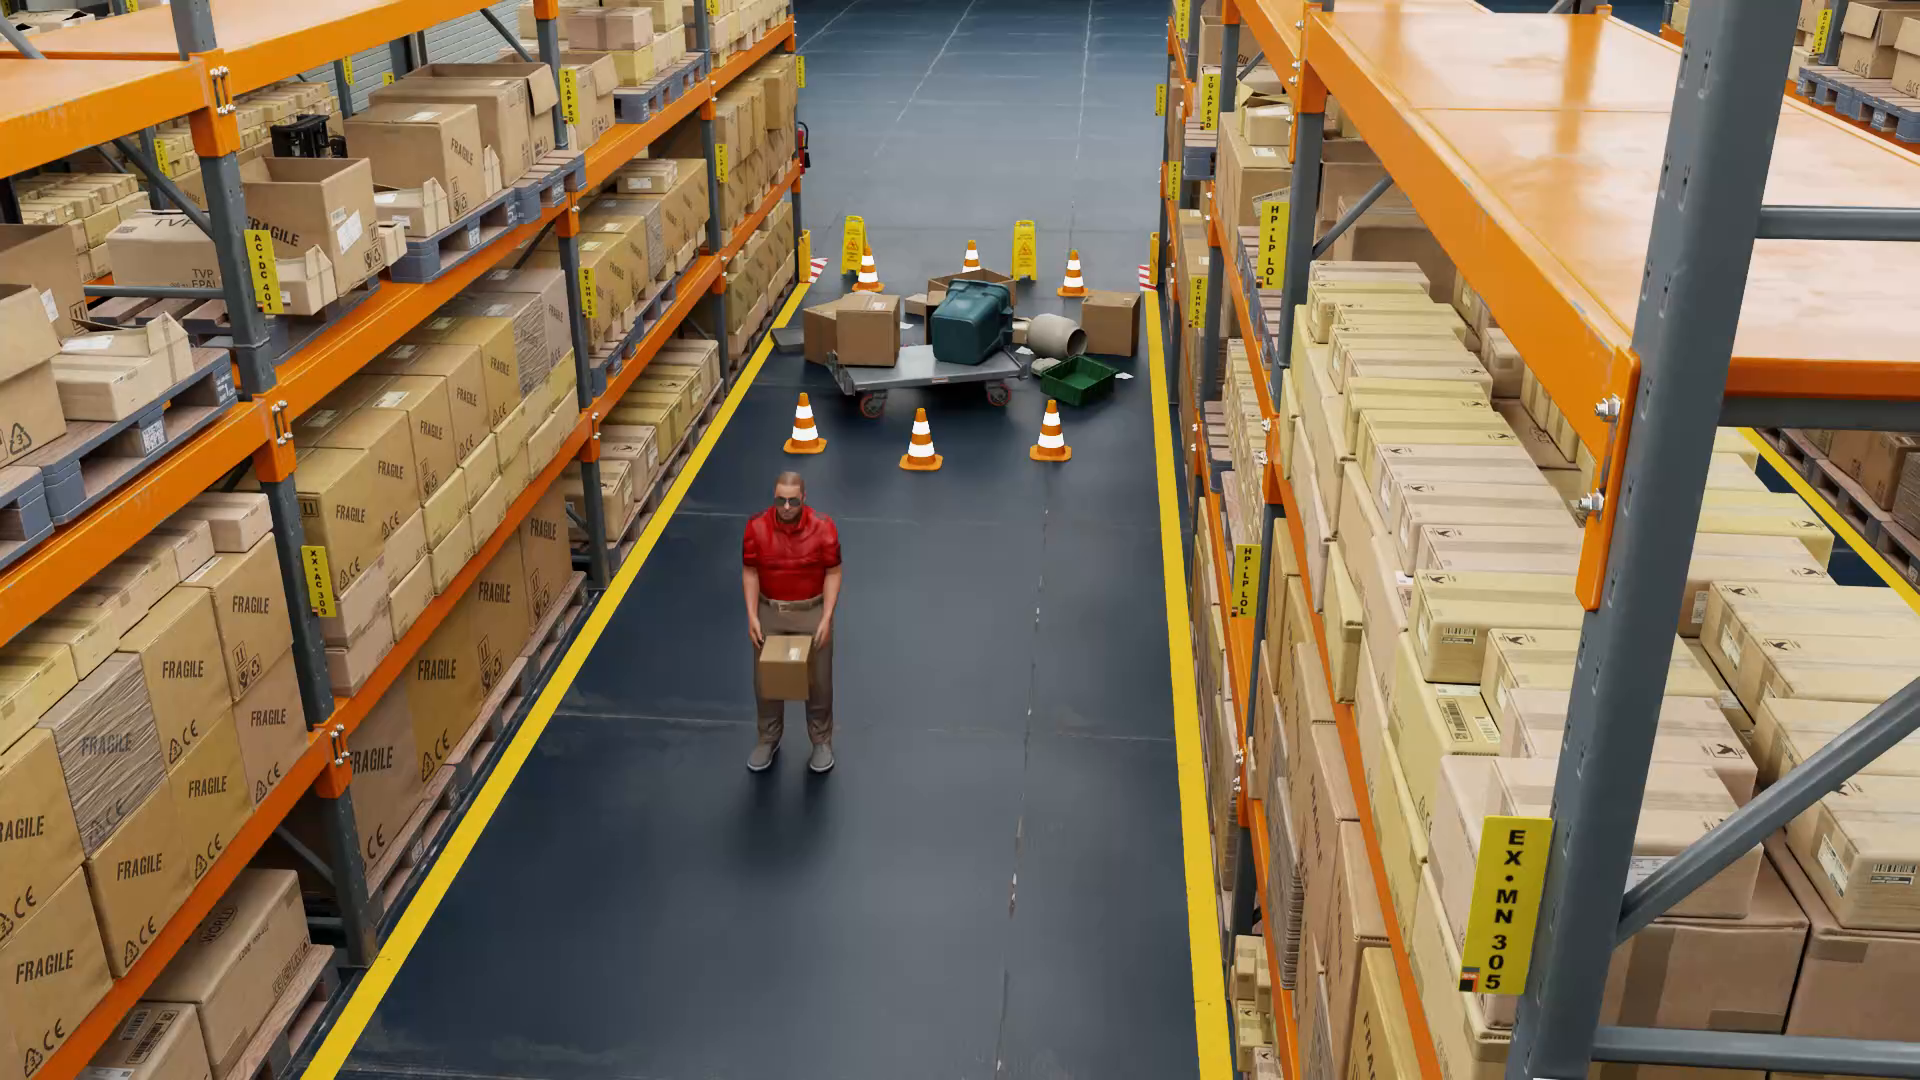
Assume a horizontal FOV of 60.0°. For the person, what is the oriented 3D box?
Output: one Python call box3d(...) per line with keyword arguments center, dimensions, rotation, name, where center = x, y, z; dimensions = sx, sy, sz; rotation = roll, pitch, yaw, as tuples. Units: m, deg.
box3d(center=(-0.911, 0.437, 9.053), dimensions=(0.547, 1.733, 0.400), rotation=(1, 24, 3), name="person")
